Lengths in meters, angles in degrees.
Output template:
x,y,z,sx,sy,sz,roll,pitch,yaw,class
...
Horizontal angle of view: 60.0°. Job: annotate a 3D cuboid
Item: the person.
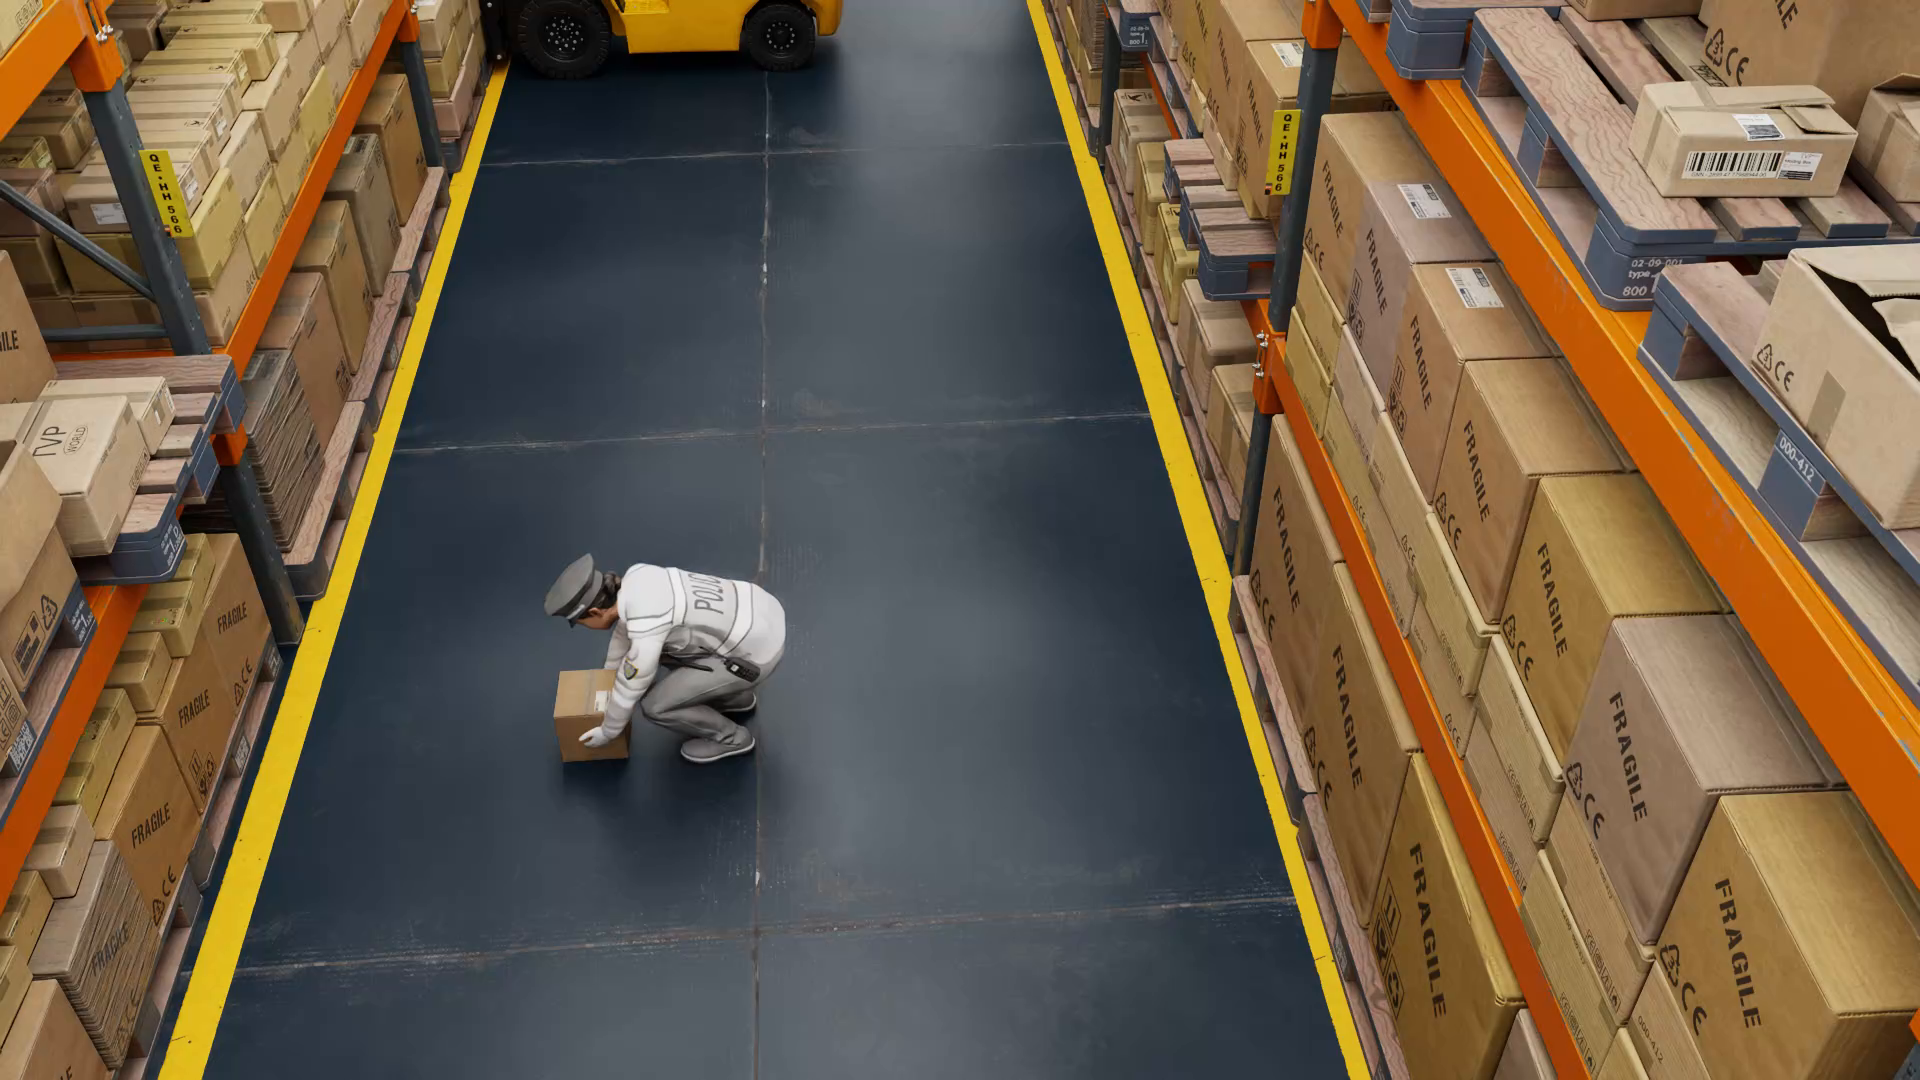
x,y,z,sx,sy,sz,roll,pitch,yaw,class
-1.079,0.414,6.235,0.853,0.928,0.490,-3,39,-4,person
